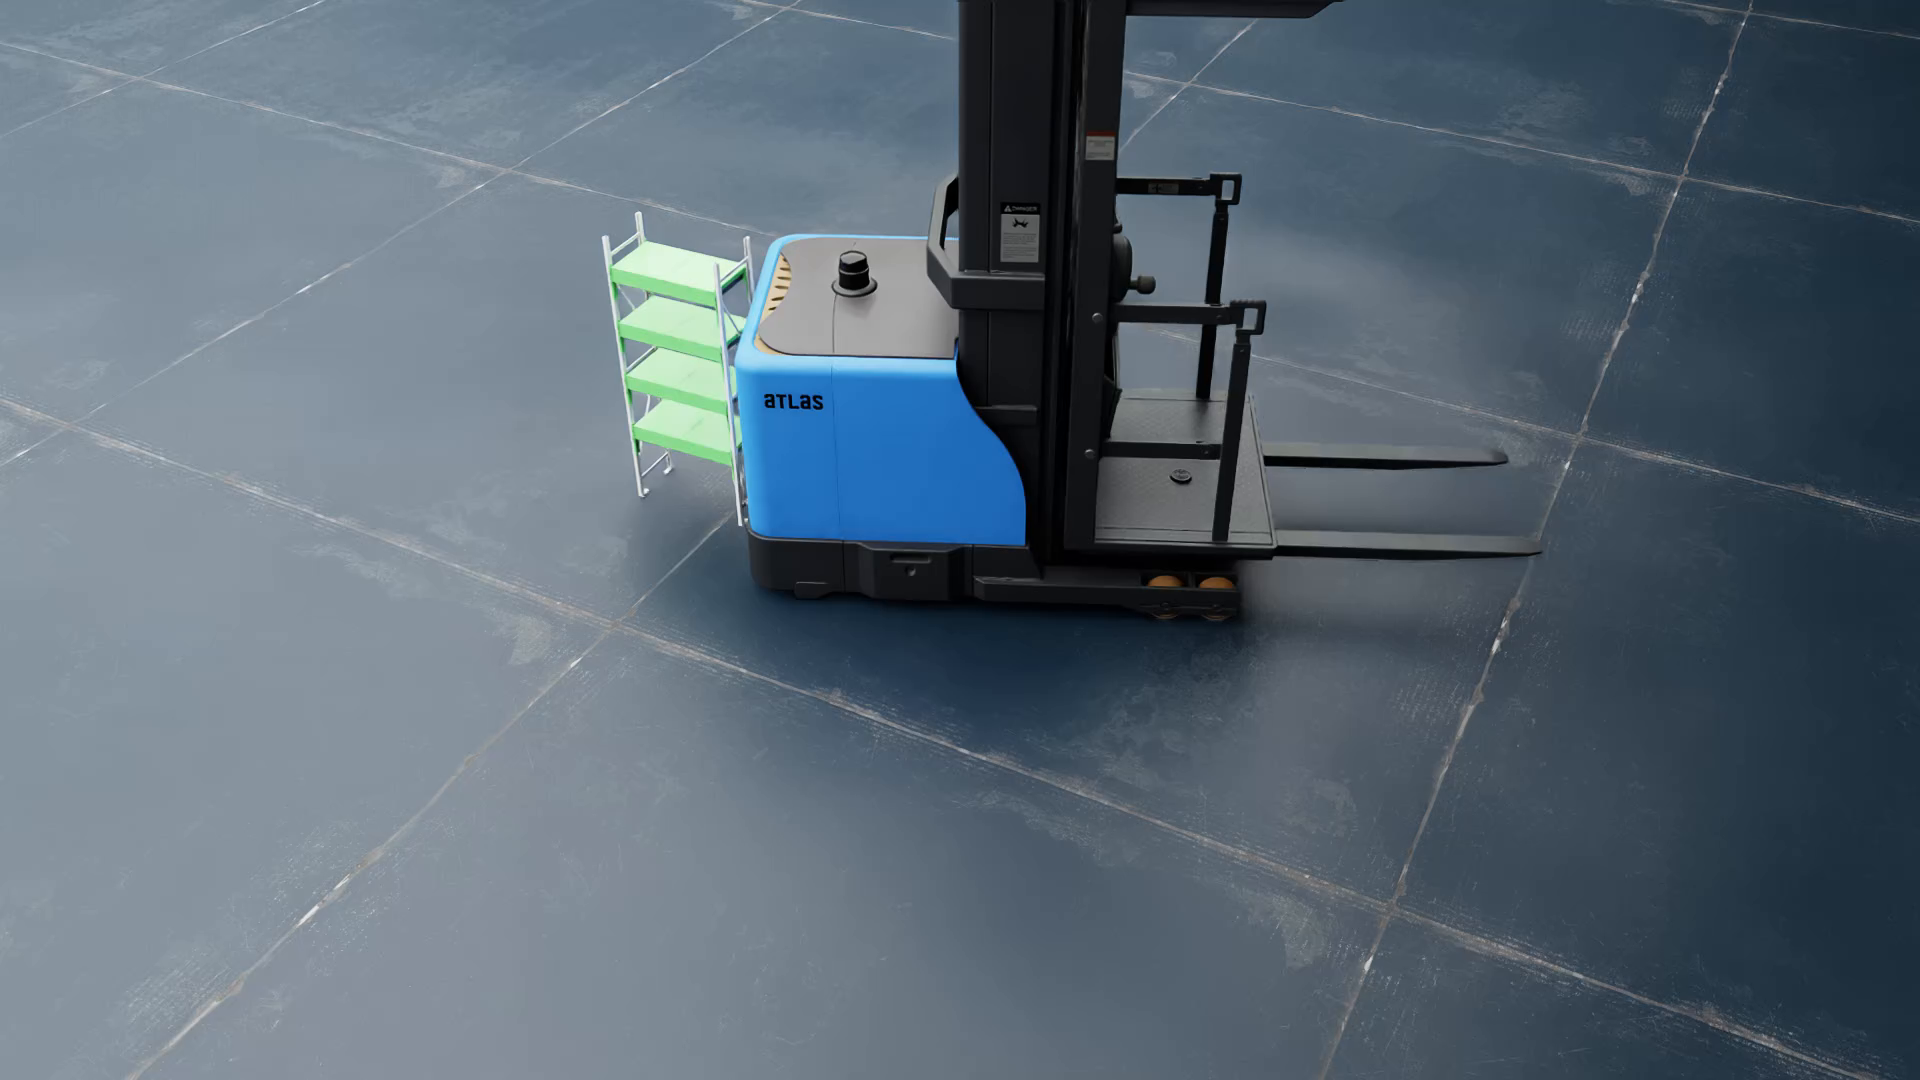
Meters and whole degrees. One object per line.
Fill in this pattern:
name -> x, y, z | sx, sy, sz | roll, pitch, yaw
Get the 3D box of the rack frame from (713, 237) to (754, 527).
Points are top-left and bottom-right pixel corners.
rack frame -> -0.850, -0.599, 6.547 | 0.015, 1.200, 0.240 | 16, 40, 20

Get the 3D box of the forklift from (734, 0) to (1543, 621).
forklift -> 0.723, -1.193, 5.897 | 3.031, 2.935, 1.130 | 2, 37, 2

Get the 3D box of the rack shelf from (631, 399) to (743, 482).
rack shelf -> -1.070, -0.420, 6.814 | 0.480, 0.148, 0.258 | 16, 40, 20

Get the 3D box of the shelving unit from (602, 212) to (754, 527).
shelving unit -> -1.070, -0.662, 6.630 | 0.503, 1.200, 0.258 | 16, 40, 20

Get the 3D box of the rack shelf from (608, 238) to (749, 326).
rack shelf -> -1.070, -0.994, 6.379 | 0.480, 0.148, 0.258 | 16, 40, 20

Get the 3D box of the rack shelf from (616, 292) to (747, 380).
rack shelf -> -1.070, -0.803, 6.524 | 0.480, 0.148, 0.258 | 16, 40, 20

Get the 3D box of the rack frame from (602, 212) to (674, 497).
rack frame -> -1.291, -0.725, 6.713 | 0.015, 1.200, 0.240 | 16, 40, 20

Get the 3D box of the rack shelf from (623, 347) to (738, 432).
rack shelf -> -1.070, -0.611, 6.669 | 0.480, 0.148, 0.258 | 16, 40, 20
